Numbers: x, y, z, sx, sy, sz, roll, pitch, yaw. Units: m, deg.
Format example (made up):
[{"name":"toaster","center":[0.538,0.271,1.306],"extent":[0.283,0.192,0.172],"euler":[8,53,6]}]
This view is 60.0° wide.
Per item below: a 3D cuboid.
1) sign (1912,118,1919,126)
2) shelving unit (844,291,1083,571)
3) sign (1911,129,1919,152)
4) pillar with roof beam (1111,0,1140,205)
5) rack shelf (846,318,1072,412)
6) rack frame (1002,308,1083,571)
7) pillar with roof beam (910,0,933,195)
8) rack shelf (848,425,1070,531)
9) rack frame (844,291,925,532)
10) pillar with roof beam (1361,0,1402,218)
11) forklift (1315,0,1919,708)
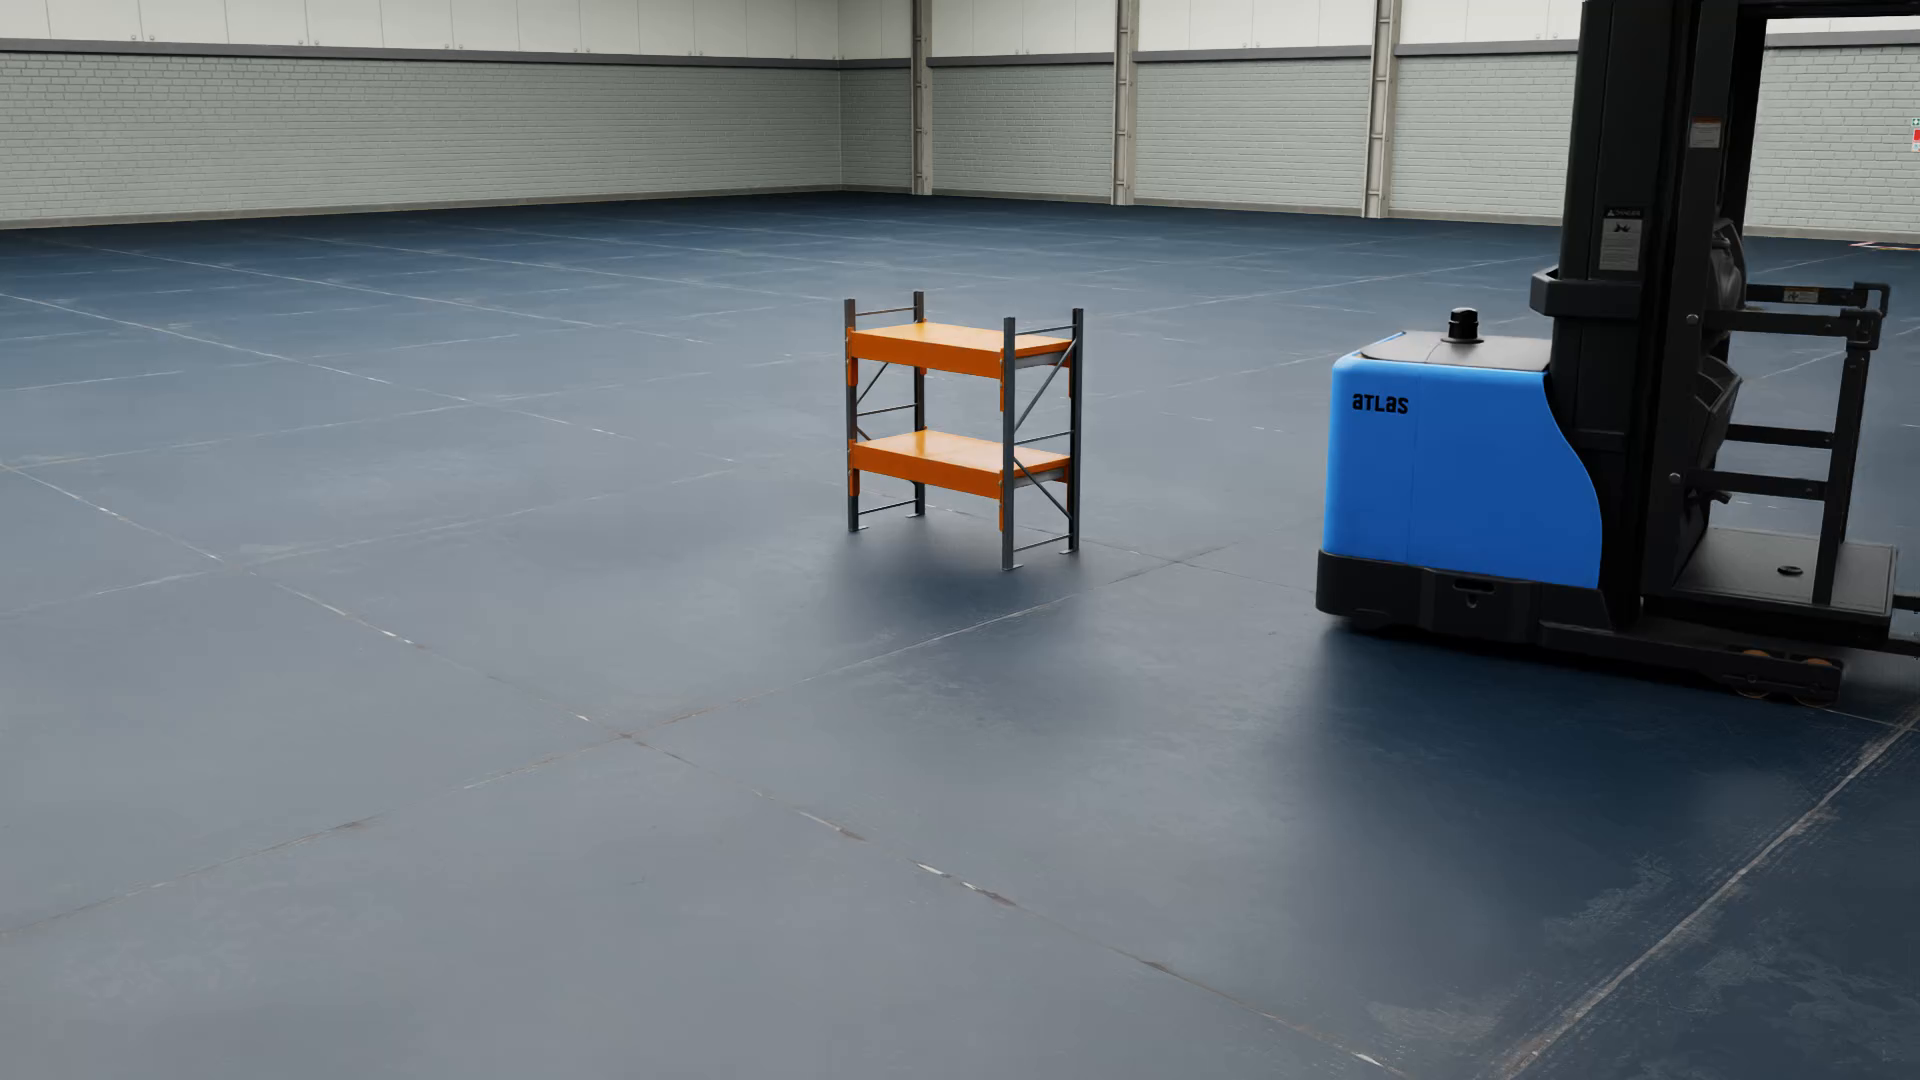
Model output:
[{"name":"sign","center":[14.306,-6.204,24.671],"extent":[0.331,0.109,0.001],"euler":[14,20,42]},{"name":"shelving unit","center":[0.005,-0.543,7.786],"extent":[1.048,1.125,0.538],"euler":[14,20,42]},{"name":"sign","center":[14.309,-5.950,24.747],"extent":[0.234,0.329,0.001],"euler":[14,20,42]},{"name":"pillar with roof beam","center":[0.442,-10.649,30.956],"extent":[0.400,9.000,9.100],"euler":[14,20,42]},{"name":"rack shelf","center":[0.005,-0.826,7.712],"extent":[1.000,0.278,0.538],"euler":[14,20,42]},{"name":"rack frame","center":[0.371,-0.454,7.444],"extent":[0.032,1.125,0.500],"euler":[14,20,42]},{"name":"pillar with roof beam","center":[-3.877,-11.700,34.987],"extent":[0.400,9.000,9.100],"euler":[14,20,42]},{"name":"rack shelf","center":[0.005,-0.307,7.847],"extent":[1.000,0.278,0.538],"euler":[14,20,42]},{"name":"rack frame","center":[-0.361,-0.632,8.127],"extent":[0.032,1.125,0.500],"euler":[14,20,42]},{"name":"pillar with roof beam","center":[4.762,-9.599,26.926],"extent":[0.400,9.000,9.100],"euler":[14,20,42]},{"name":"forklift","center":[2.951,-0.994,5.934],"extent":[3.031,2.935,1.130],"euler":[8,17,29]}]
